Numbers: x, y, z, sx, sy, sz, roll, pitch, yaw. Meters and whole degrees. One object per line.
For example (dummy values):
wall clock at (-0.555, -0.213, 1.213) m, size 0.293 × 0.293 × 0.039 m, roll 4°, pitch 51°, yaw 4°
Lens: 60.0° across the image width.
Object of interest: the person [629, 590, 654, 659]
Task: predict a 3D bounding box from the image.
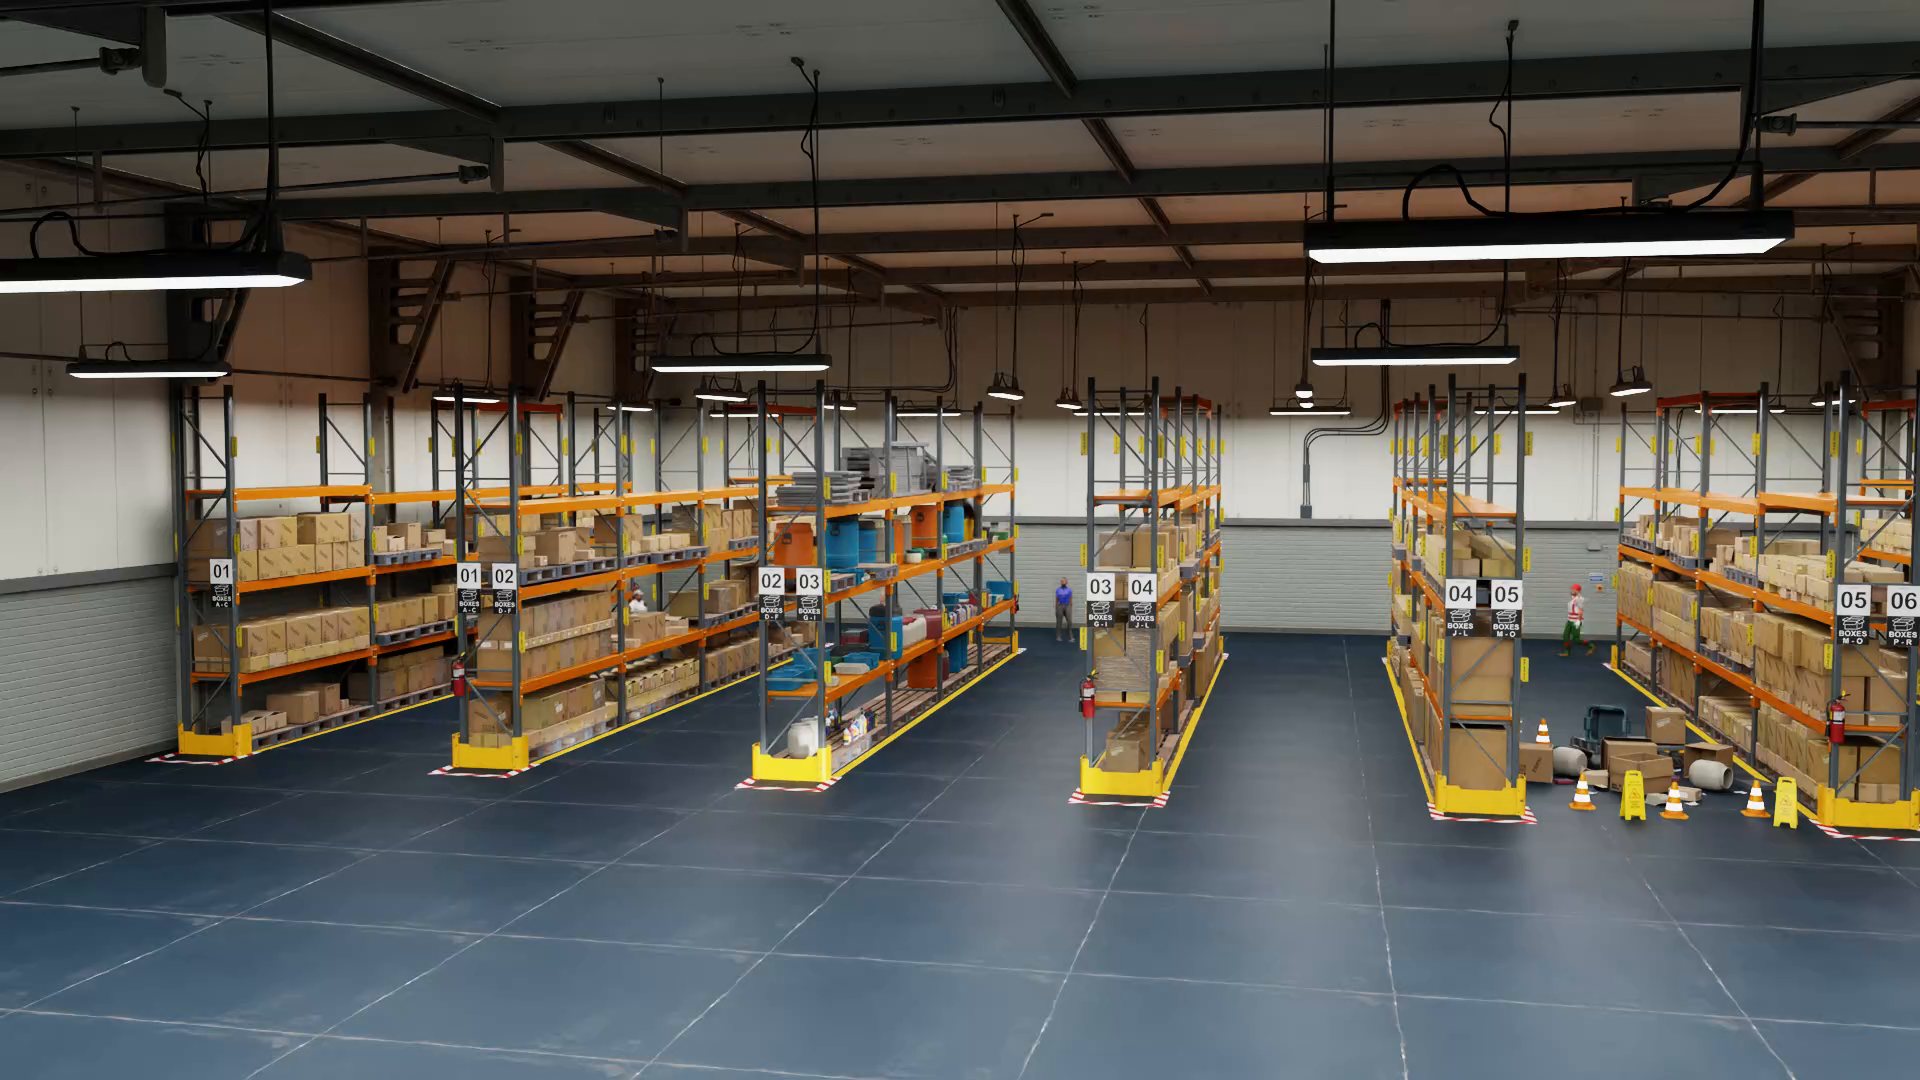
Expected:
person at (-7.534, 1.987, 39.206) m, size 0.545 × 1.646 × 0.634 m, roll -1°, pitch 3°, yaw -23°

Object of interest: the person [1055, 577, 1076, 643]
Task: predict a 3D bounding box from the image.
person at (2.694, 1.798, 42.741) m, size 0.496 × 1.667 × 0.506 m, roll -1°, pitch 3°, yaw -14°

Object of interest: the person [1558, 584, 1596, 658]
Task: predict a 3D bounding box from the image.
person at (14.587, 1.918, 39.328) m, size 0.819 × 1.760 × 0.576 m, roll 0°, pitch 3°, yaw -3°

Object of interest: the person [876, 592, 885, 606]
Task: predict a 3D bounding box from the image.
person at (-1.544, 2.026, 36.443) m, size 0.609 × 1.742 × 0.783 m, roll -1°, pitch 3°, yaw -20°
